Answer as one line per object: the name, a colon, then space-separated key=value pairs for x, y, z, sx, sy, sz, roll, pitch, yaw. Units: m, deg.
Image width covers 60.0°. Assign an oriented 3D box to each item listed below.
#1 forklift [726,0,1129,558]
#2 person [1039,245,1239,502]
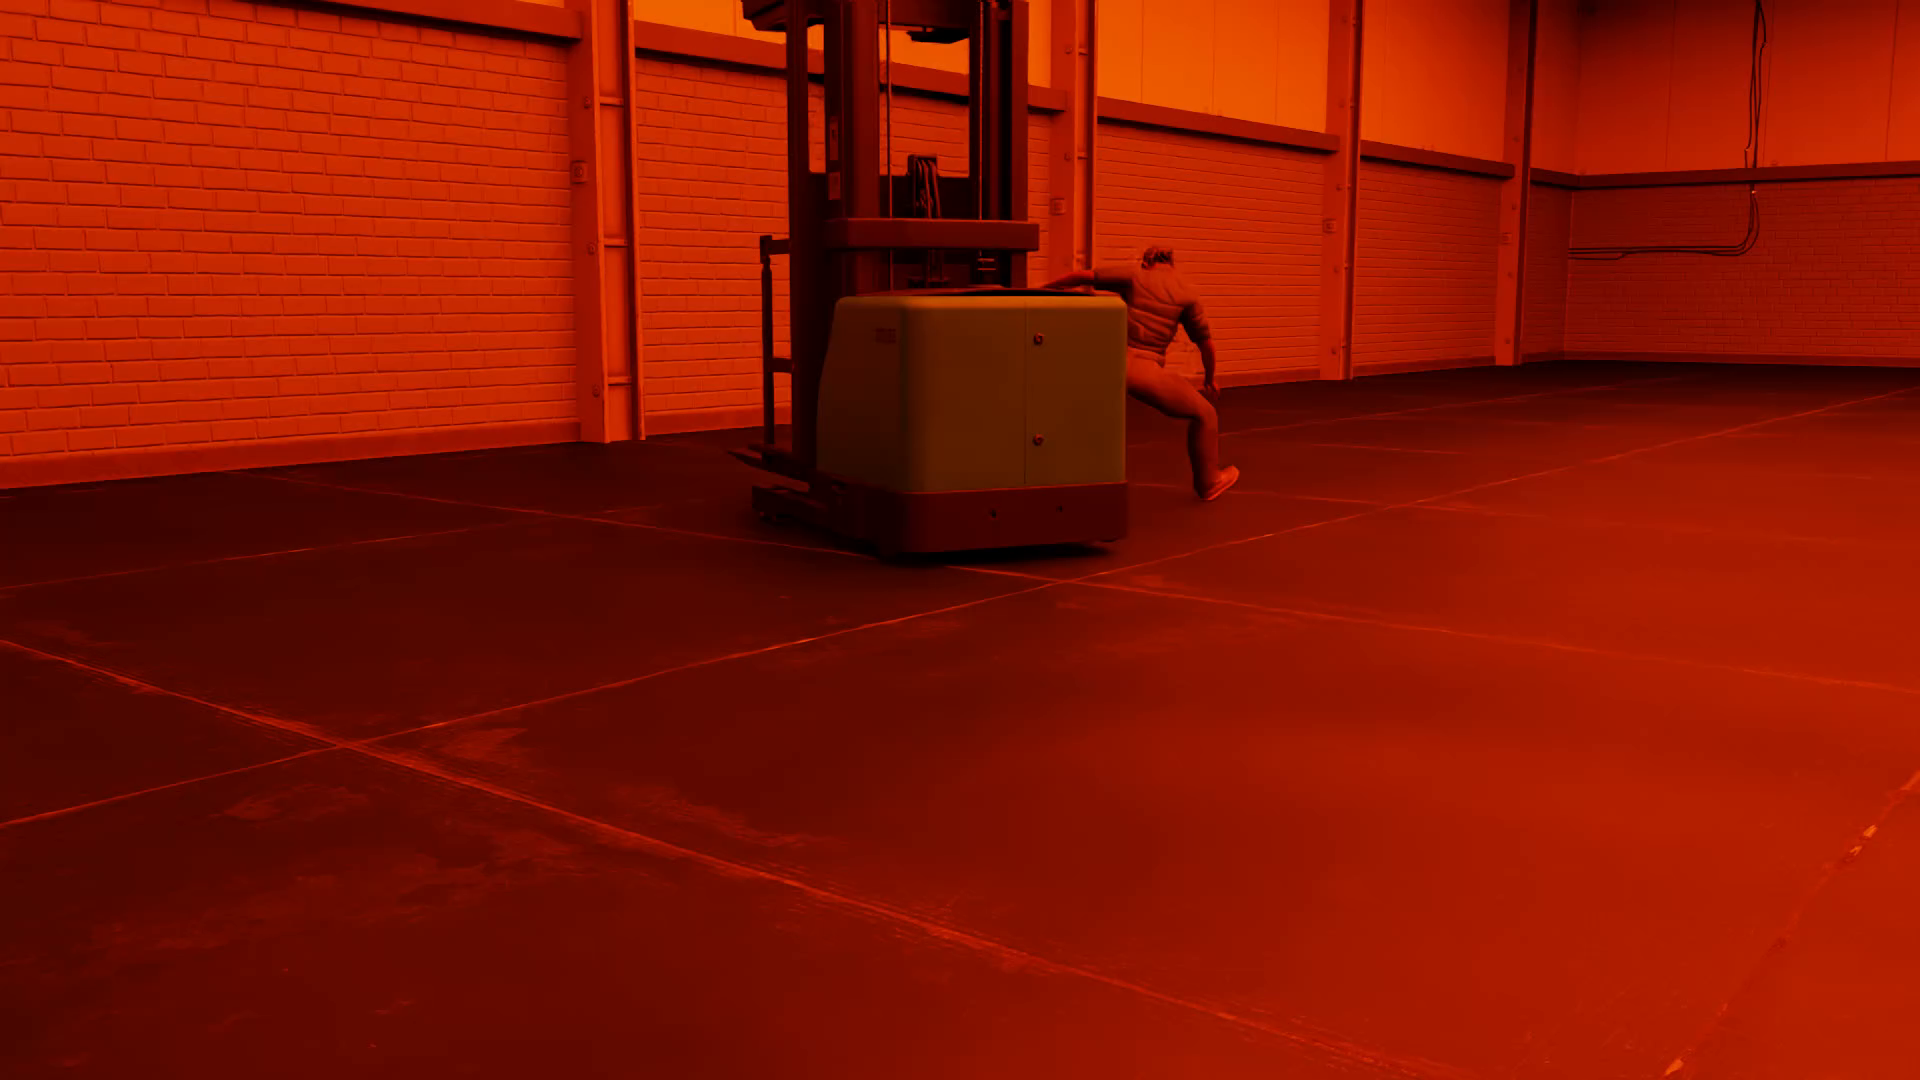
forklift: x=-0.367 y=-1.554 z=7.899 sx=1.130 sy=2.935 sz=3.031 roll=-4 pitch=9 yaw=-24
person: x=0.860 y=-0.849 z=8.636 sx=1.189 sy=1.350 sz=0.715 roll=1 pitch=8 yaw=10
